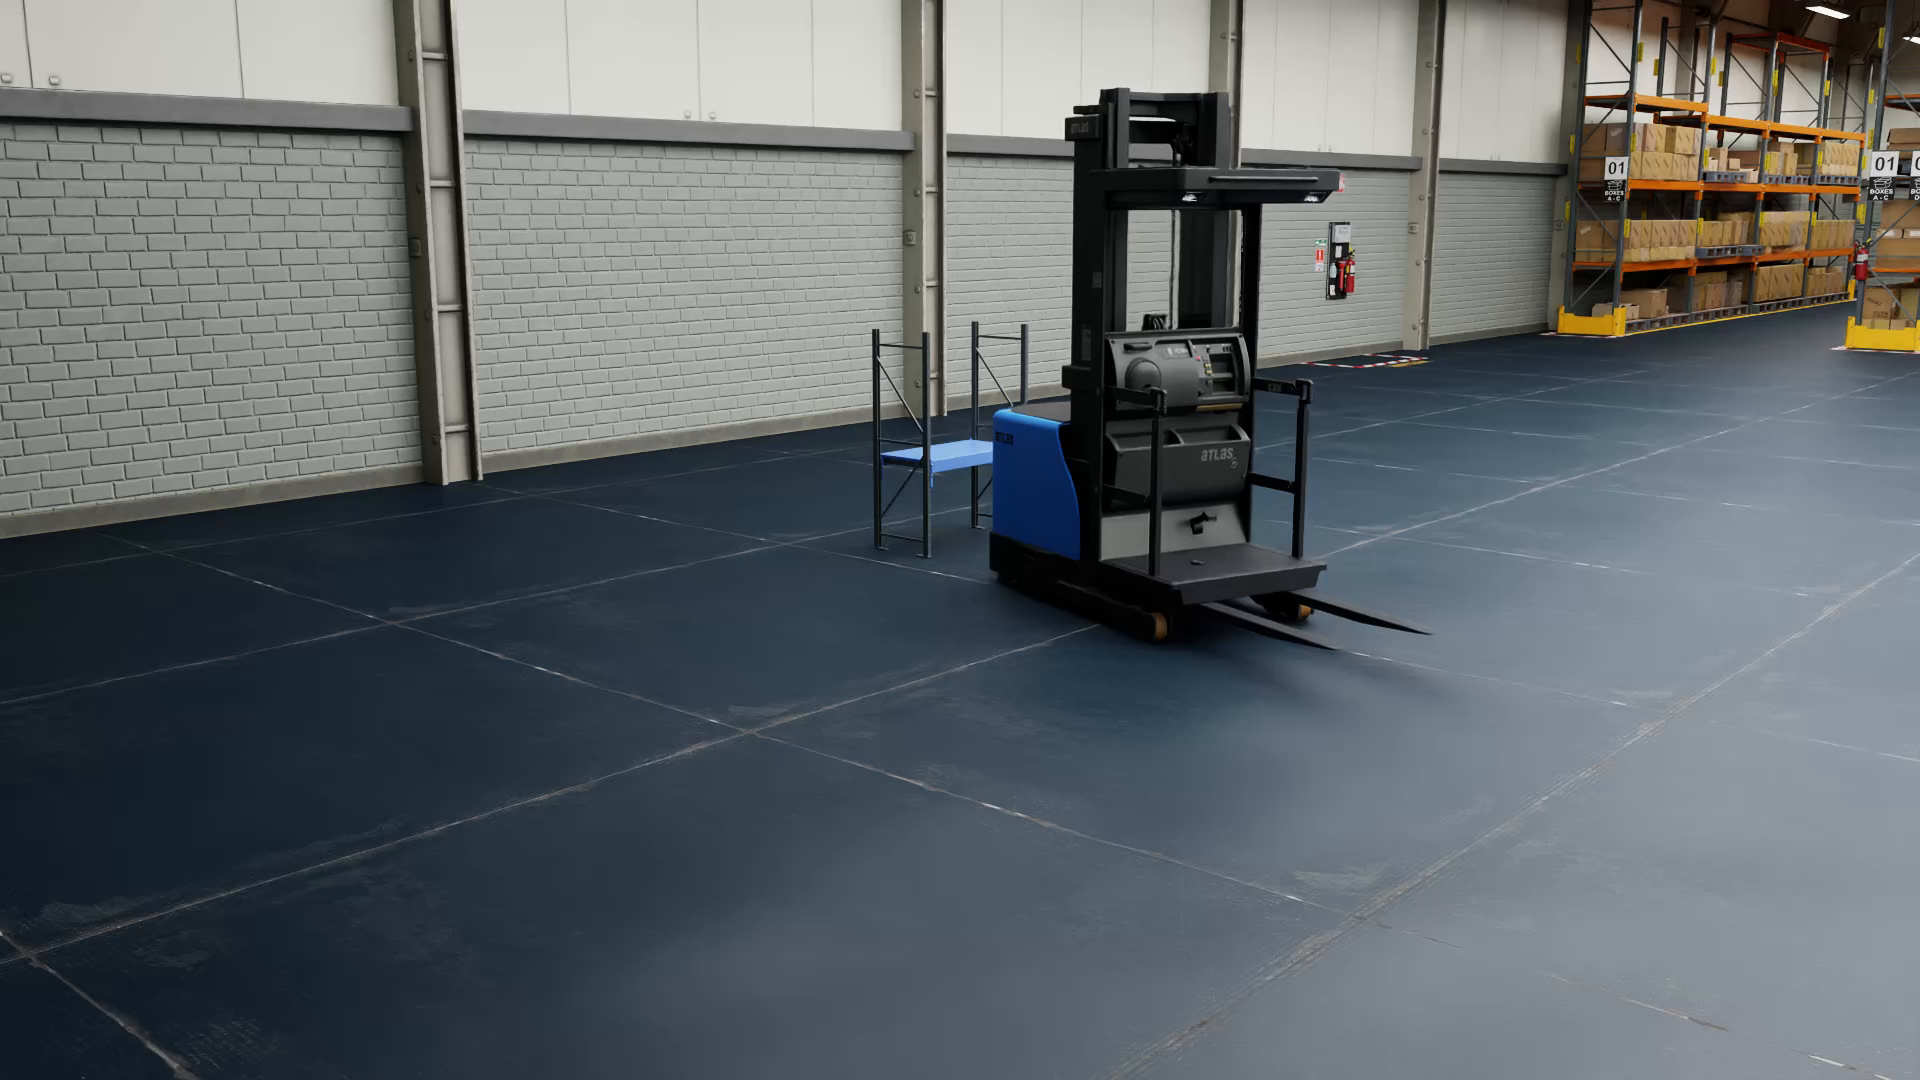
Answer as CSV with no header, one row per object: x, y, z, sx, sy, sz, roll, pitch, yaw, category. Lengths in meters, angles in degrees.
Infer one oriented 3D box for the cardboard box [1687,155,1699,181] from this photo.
14.171,-7.311,32.694,0.500,0.500,0.500,10,15,42,cardboard box

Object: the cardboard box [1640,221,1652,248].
12.555,-5.706,31.041,0.500,0.500,0.500,10,15,41,cardboard box

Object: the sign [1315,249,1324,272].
5.429,-4.223,25.103,0.001,0.329,0.234,10,15,40,sign

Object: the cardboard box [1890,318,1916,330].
15.925,-3.567,27.862,0.500,0.250,0.500,10,15,40,cardboard box

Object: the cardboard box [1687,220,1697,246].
14.241,-6.083,32.924,0.500,0.500,0.500,10,15,40,cardboard box

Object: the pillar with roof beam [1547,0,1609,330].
14.726,-7.900,28.288,9.100,9.000,0.548,10,15,40,pillar with roof beam

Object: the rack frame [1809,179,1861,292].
22.242,-7.654,42.373,1.000,3.000,0.127,10,15,40,rack frame

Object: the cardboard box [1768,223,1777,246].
17.827,-6.796,37.011,0.500,0.500,0.500,10,15,42,cardboard box

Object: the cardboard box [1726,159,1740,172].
16.036,-7.829,35.279,0.637,0.503,0.797,-10,15,-40,cardboard box

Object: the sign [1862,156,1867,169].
22.640,-9.448,41.638,0.100,0.325,0.005,10,15,40,sign

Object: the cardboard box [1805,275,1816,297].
20.172,-6.142,40.114,0.700,0.500,0.500,10,15,41,cardboard box

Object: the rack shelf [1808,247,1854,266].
20.922,-7.007,40.970,1.077,0.370,4.000,10,15,40,rack shelf

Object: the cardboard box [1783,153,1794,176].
18.619,-8.595,38.050,0.700,0.500,0.500,9,15,39,cardboard box

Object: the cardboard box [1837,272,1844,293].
21.855,-6.518,41.996,0.700,0.500,0.500,10,15,40,cardboard box

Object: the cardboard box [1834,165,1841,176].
20.936,-8.935,40.183,0.500,0.250,0.500,9,15,39,cardboard box

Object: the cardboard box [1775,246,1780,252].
18.357,-6.609,37.732,0.380,0.149,0.250,10,15,41,cardboard box

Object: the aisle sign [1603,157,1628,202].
11.858,-6.525,30.085,0.394,0.787,0.004,10,15,40,aisle sign

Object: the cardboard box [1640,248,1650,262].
12.573,-5.345,31.145,0.500,0.250,0.500,9,15,39,cardboard box

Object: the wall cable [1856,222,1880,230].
26.244,-9.859,46.024,3.097,2.526,0.112,10,15,40,wall cable

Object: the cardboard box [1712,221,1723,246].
15.468,-6.406,34.745,0.500,0.500,0.700,-10,15,-40,cardboard box

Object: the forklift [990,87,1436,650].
1.344,-0.987,9.169,1.130,2.935,3.031,-6,13,-29,forklift

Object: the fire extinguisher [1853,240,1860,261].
22.688,-7.395,42.229,0.296,0.674,0.183,10,15,40,fire extinguisher

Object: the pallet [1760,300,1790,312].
18.344,-5.394,38.179,1.003,0.211,1.213,10,15,40,pallet

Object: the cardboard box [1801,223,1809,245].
19.486,-7.169,38.882,0.500,0.500,0.500,9,15,39,cardboard box

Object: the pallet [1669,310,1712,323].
14.833,-4.635,34.381,1.003,0.211,1.213,10,15,40,pallet

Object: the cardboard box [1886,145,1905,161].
15.966,-6.535,28.068,0.500,0.250,0.500,10,15,40,cardboard box

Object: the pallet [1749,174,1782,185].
17.346,-7.957,36.713,1.213,0.211,1.003,11,16,43,pallet

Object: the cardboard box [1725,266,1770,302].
17.545,-5.720,37.106,0.750,0.750,0.750,10,15,40,cardboard box

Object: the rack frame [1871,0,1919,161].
15.404,-7.602,26.795,1.000,3.000,0.127,10,15,40,rack frame

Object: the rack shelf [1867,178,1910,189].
16.724,-6.072,28.633,1.077,0.370,4.000,10,15,40,rack shelf

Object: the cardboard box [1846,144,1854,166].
21.625,-9.459,40.892,0.500,0.500,0.500,10,15,42,cardboard box

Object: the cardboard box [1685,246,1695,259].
14.236,-5.716,33.001,0.500,0.250,0.500,10,15,40,cardboard box

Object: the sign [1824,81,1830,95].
20.017,-10.436,38.397,0.100,0.325,0.005,10,15,40,sign

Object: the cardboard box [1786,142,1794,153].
18.922,-9.056,38.443,0.500,0.250,0.500,-11,16,-43,cardboard box

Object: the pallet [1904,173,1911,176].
16.695,-6.368,28.504,1.003,0.211,1.213,10,15,40,pallet

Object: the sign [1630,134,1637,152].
12.088,-7.129,29.856,0.100,0.325,0.005,10,15,40,sign

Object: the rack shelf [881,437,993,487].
-0.056,-0.547,11.537,0.538,0.185,1.000,10,15,40,rack shelf

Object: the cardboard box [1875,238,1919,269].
15.721,-4.776,27.709,0.700,0.500,0.500,10,15,40,cardboard box

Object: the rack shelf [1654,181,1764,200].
15.641,-7.301,34.783,1.077,0.370,4.000,10,15,40,rack shelf

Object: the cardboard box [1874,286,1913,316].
16.183,-4.151,28.871,0.500,0.500,0.500,10,15,40,cardboard box

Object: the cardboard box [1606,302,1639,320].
12.581,-4.371,31.678,0.500,0.311,0.500,-11,15,-43,cardboard box

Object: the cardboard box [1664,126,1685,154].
13.503,-7.639,31.783,0.500,0.500,0.500,9,14,38,cardboard box

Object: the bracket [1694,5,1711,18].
15.446,-10.997,34.606,0.235,0.232,0.430,10,15,40,bracket

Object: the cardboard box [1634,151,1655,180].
12.470,-6.921,30.738,0.500,0.500,0.500,-11,16,-44,cardboard box

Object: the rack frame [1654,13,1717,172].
14.321,-8.830,32.946,1.000,3.000,0.127,10,15,40,rack frame

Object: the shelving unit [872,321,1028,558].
-0.056,-0.723,11.501,0.538,1.500,1.048,10,15,40,shelving unit

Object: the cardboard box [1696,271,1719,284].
15.766,-5.570,35.282,0.500,0.250,0.500,10,15,40,cardboard box

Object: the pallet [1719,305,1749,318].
16.444,-4.994,36.178,1.003,0.211,1.213,10,15,40,pallet

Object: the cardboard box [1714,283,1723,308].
15.791,-5.216,35.429,0.700,0.500,0.500,10,15,40,cardboard box

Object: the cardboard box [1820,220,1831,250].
20.458,-7.397,40.320,0.980,0.700,0.700,9,15,39,cardboard box

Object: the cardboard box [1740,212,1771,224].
17.473,-7.087,36.554,0.500,0.250,0.500,10,15,42,cardboard box

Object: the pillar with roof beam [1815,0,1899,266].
26.608,-10.548,41.547,9.100,9.000,0.548,10,15,40,pillar with roof beam

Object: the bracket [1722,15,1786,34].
17.694,-11.498,37.116,0.076,0.066,4.783,10,15,40,bracket

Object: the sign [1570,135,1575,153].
11.276,-7.279,30.580,0.100,0.325,0.005,10,15,40,sign
